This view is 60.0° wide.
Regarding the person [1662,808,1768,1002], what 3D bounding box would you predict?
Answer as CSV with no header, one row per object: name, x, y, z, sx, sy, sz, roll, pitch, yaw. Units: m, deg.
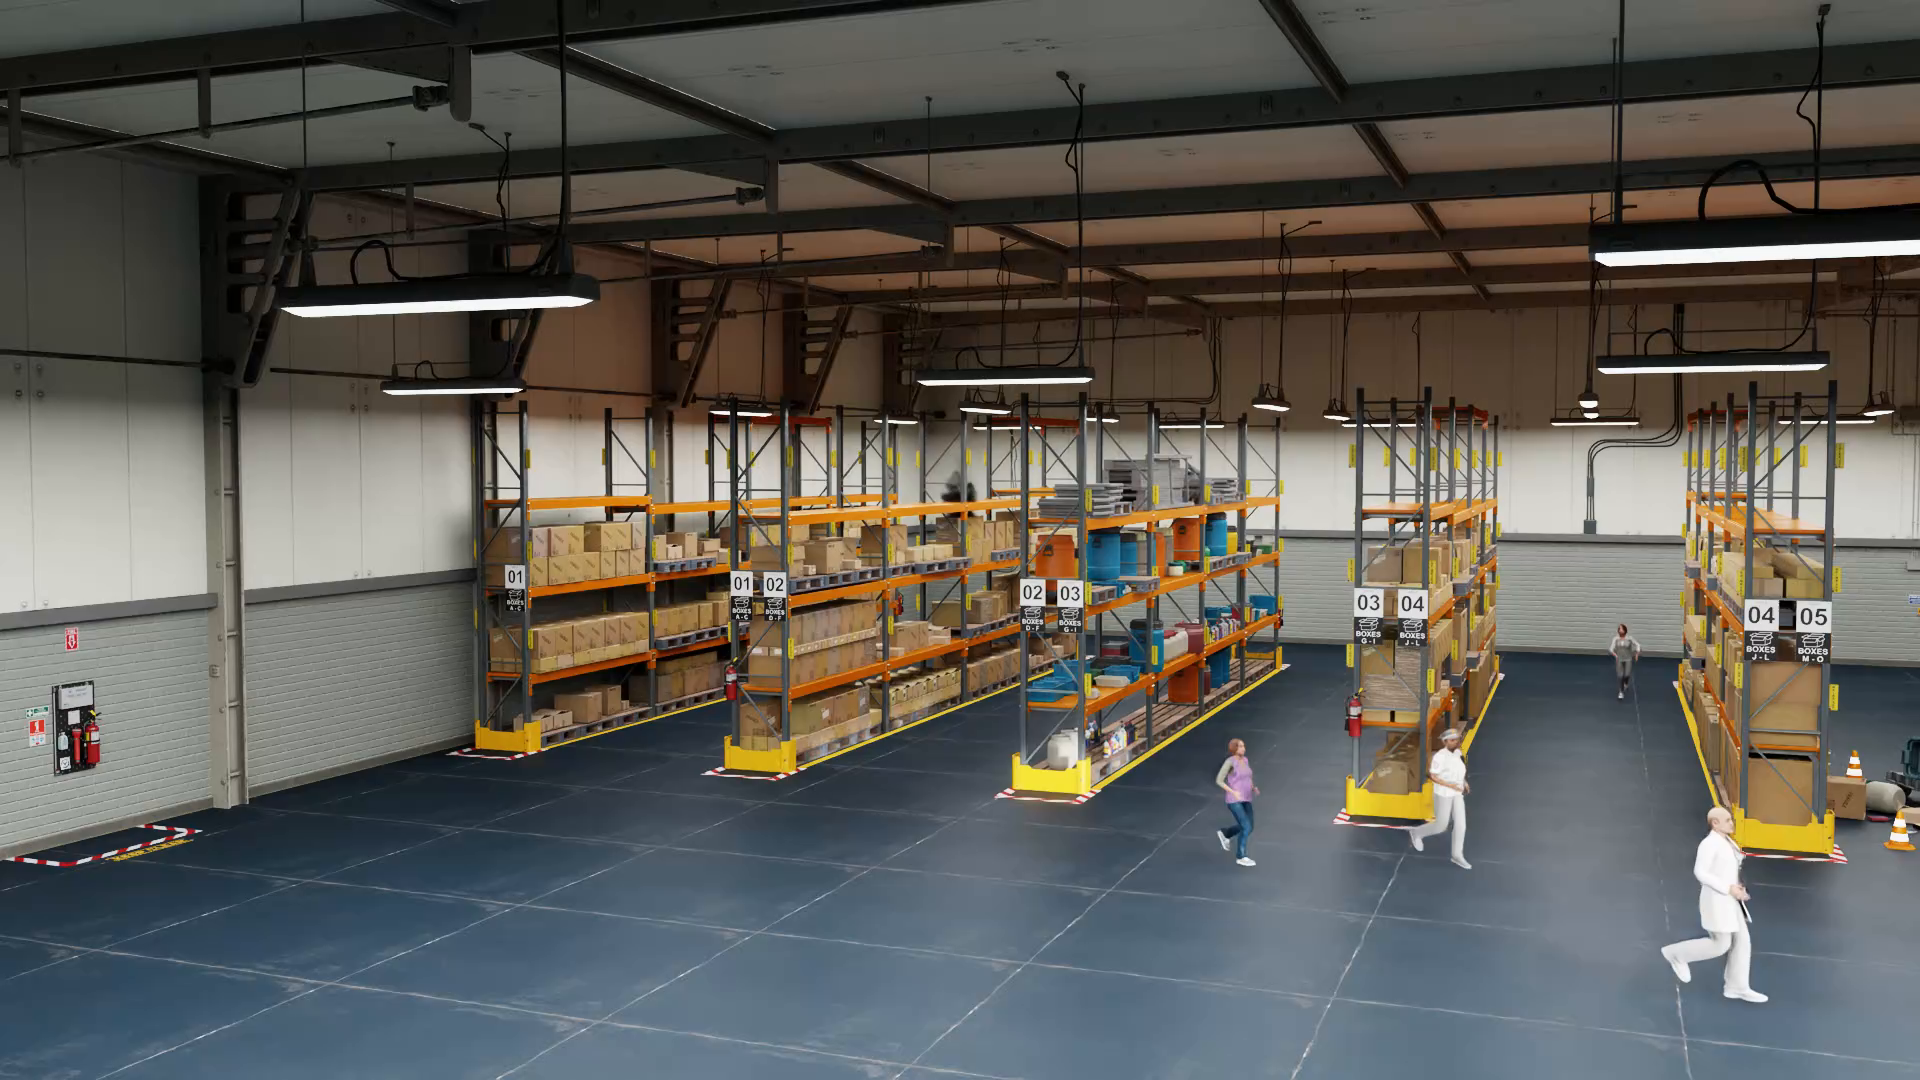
person,7.037,3.357,15.458,0.921,1.750,0.720,3,4,43

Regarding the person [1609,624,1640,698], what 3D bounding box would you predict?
person,13.851,2.538,34.684,0.577,1.553,0.596,2,3,28

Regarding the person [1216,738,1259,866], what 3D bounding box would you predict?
person,3.401,3.221,20.581,0.540,1.551,0.637,-2,4,-41

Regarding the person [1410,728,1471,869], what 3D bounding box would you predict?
person,6.031,3.167,20.659,0.587,1.700,0.849,-2,3,-30
